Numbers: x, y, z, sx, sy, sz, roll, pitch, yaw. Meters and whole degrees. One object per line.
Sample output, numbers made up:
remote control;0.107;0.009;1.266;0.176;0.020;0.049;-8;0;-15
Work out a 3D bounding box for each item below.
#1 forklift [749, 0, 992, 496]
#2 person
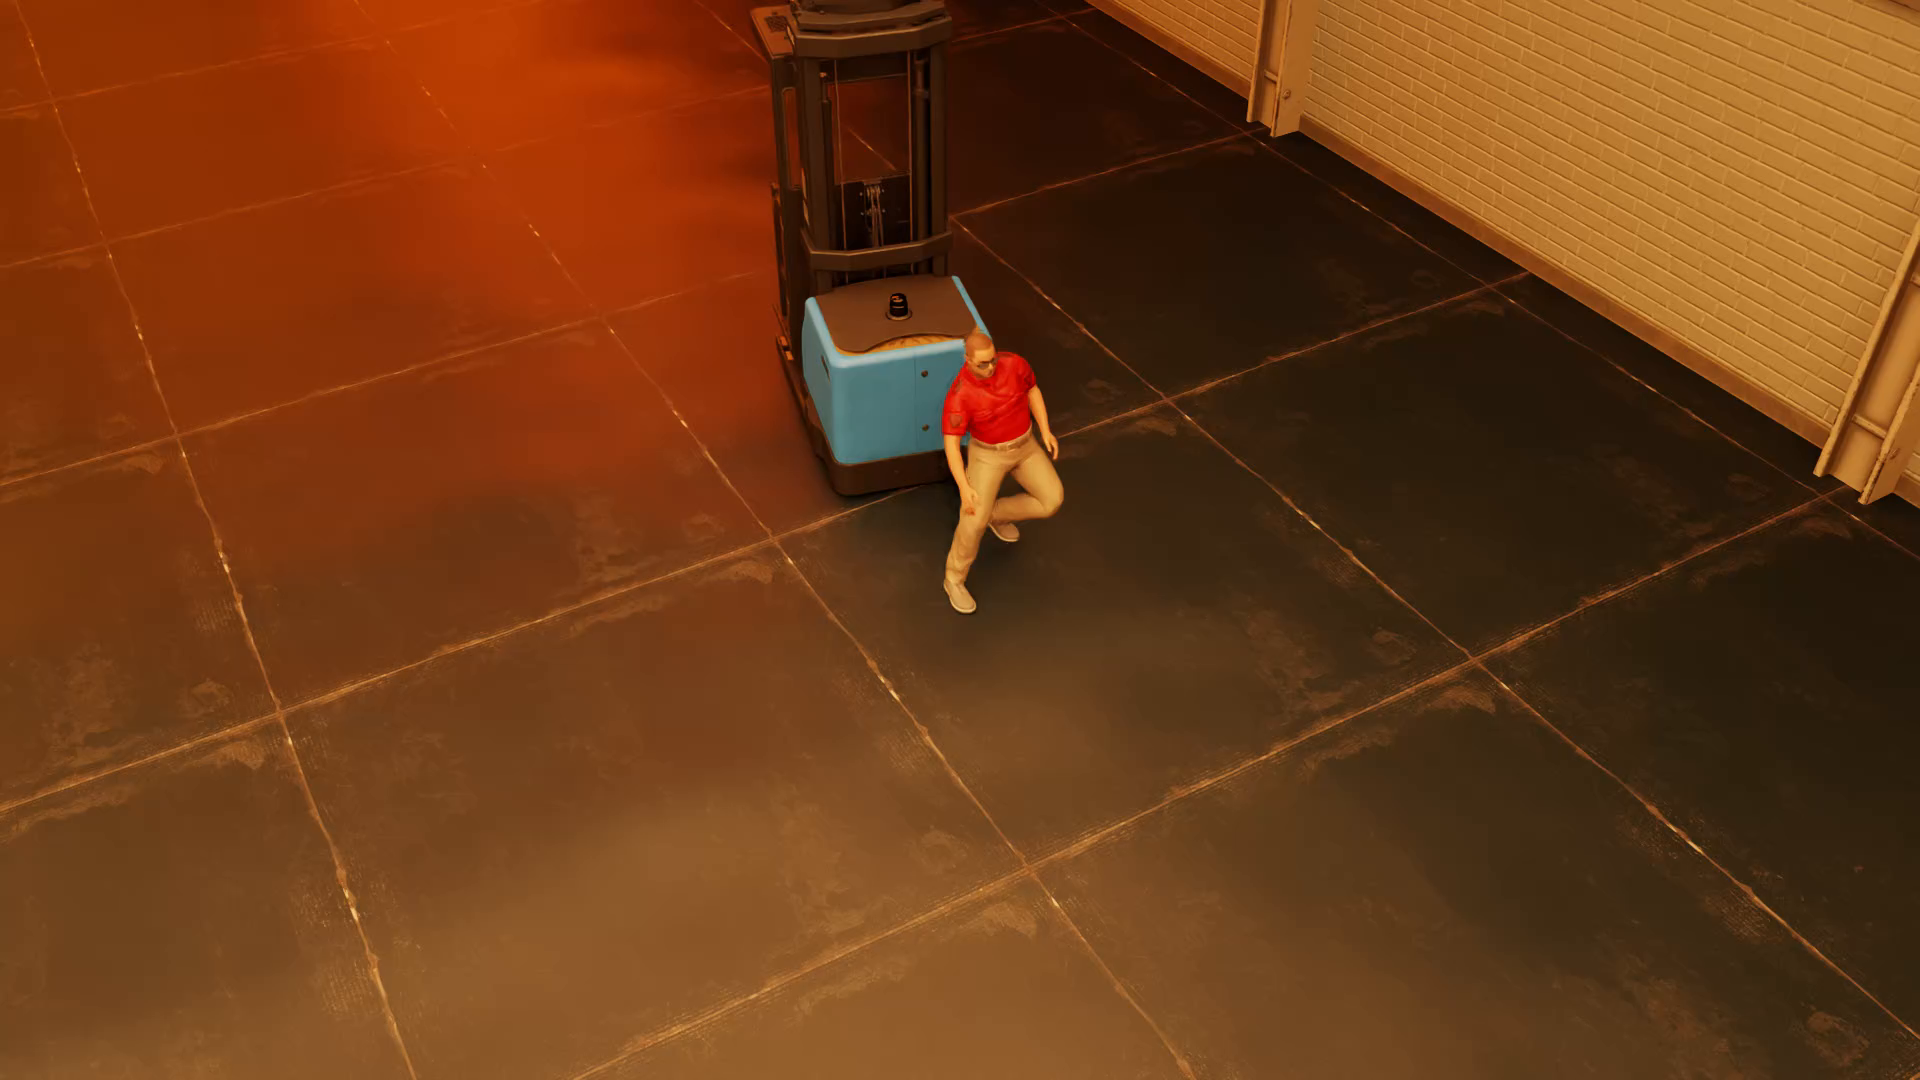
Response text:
forklift;-0.685;-2.360;10.881;1.130;2.935;3.031;-10;41;-12
person;0.205;-0.442;9.613;0.781;1.584;0.642;-18;43;-21
